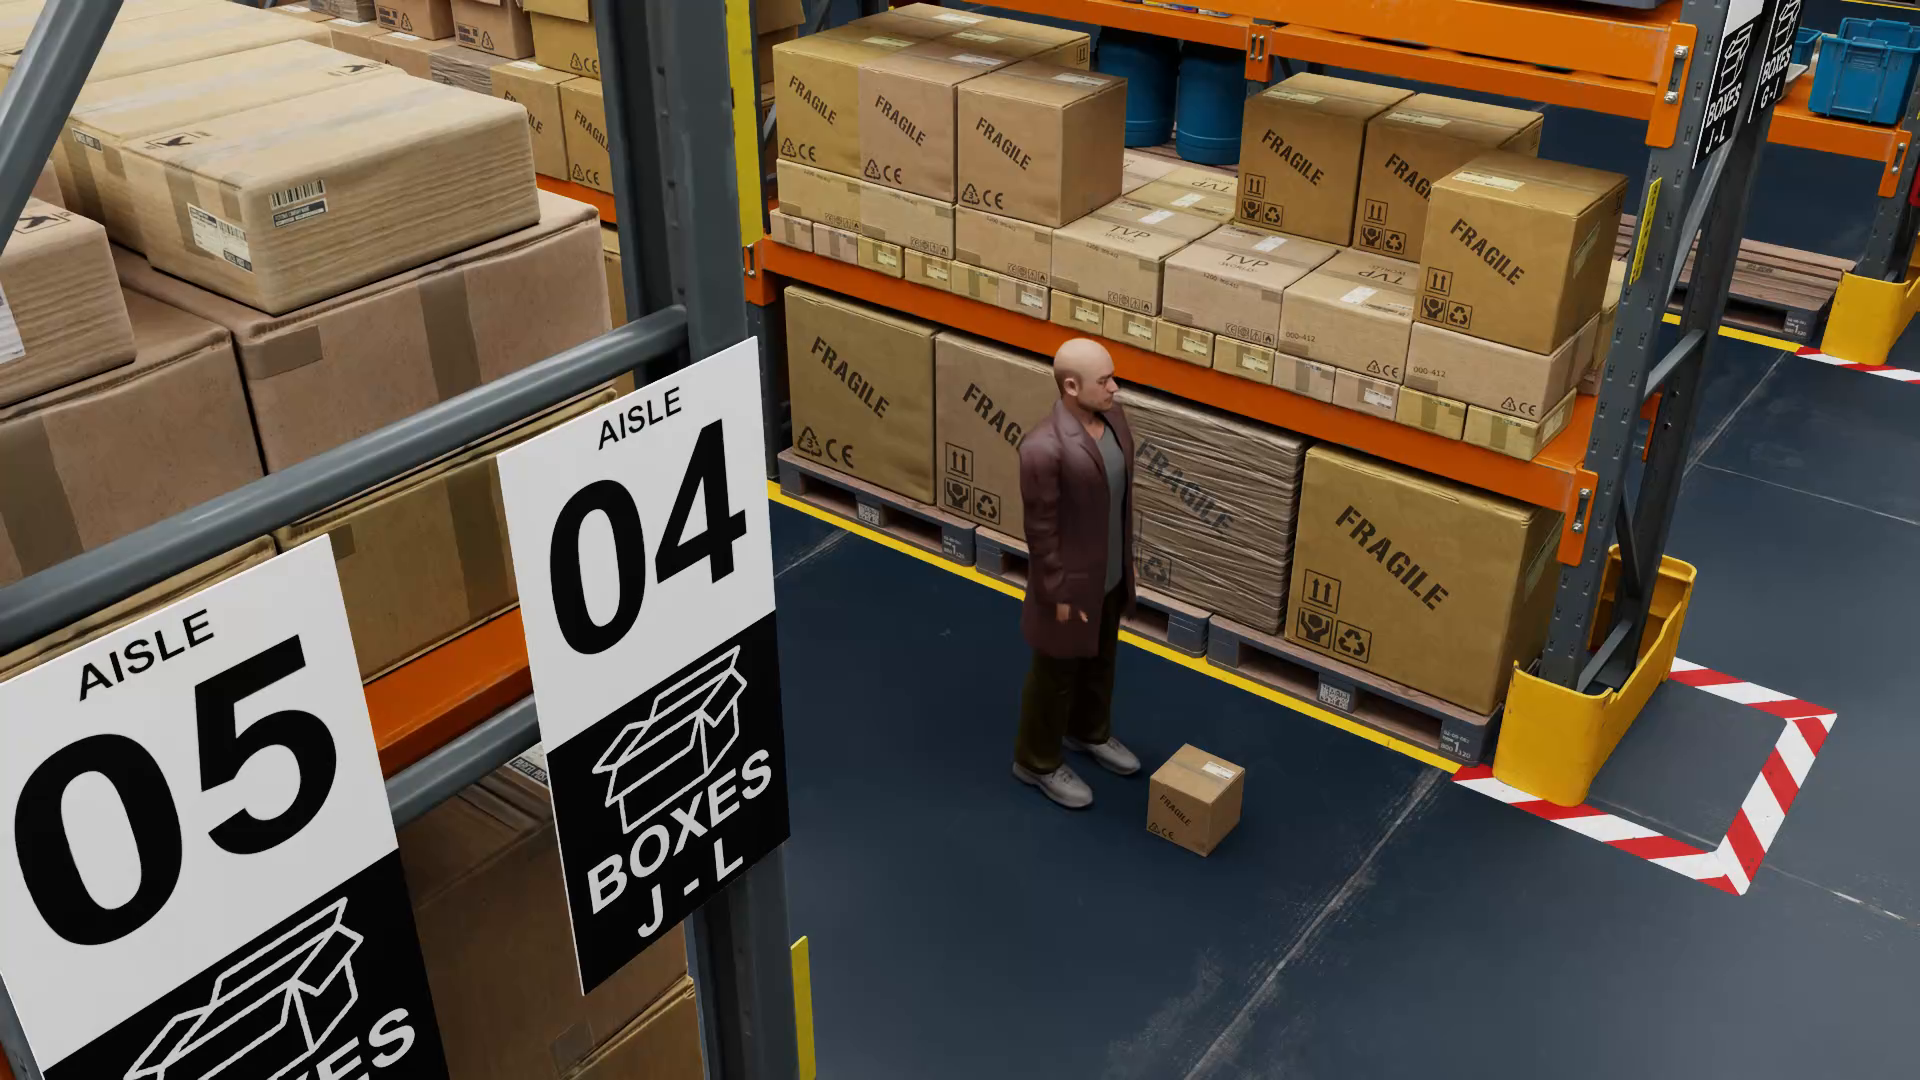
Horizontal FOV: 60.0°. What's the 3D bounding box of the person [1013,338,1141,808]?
[{"bbox_3d":[0.455,0.123,5.930,0.396,1.782,0.560,22,37,32],"label":"person"}]
